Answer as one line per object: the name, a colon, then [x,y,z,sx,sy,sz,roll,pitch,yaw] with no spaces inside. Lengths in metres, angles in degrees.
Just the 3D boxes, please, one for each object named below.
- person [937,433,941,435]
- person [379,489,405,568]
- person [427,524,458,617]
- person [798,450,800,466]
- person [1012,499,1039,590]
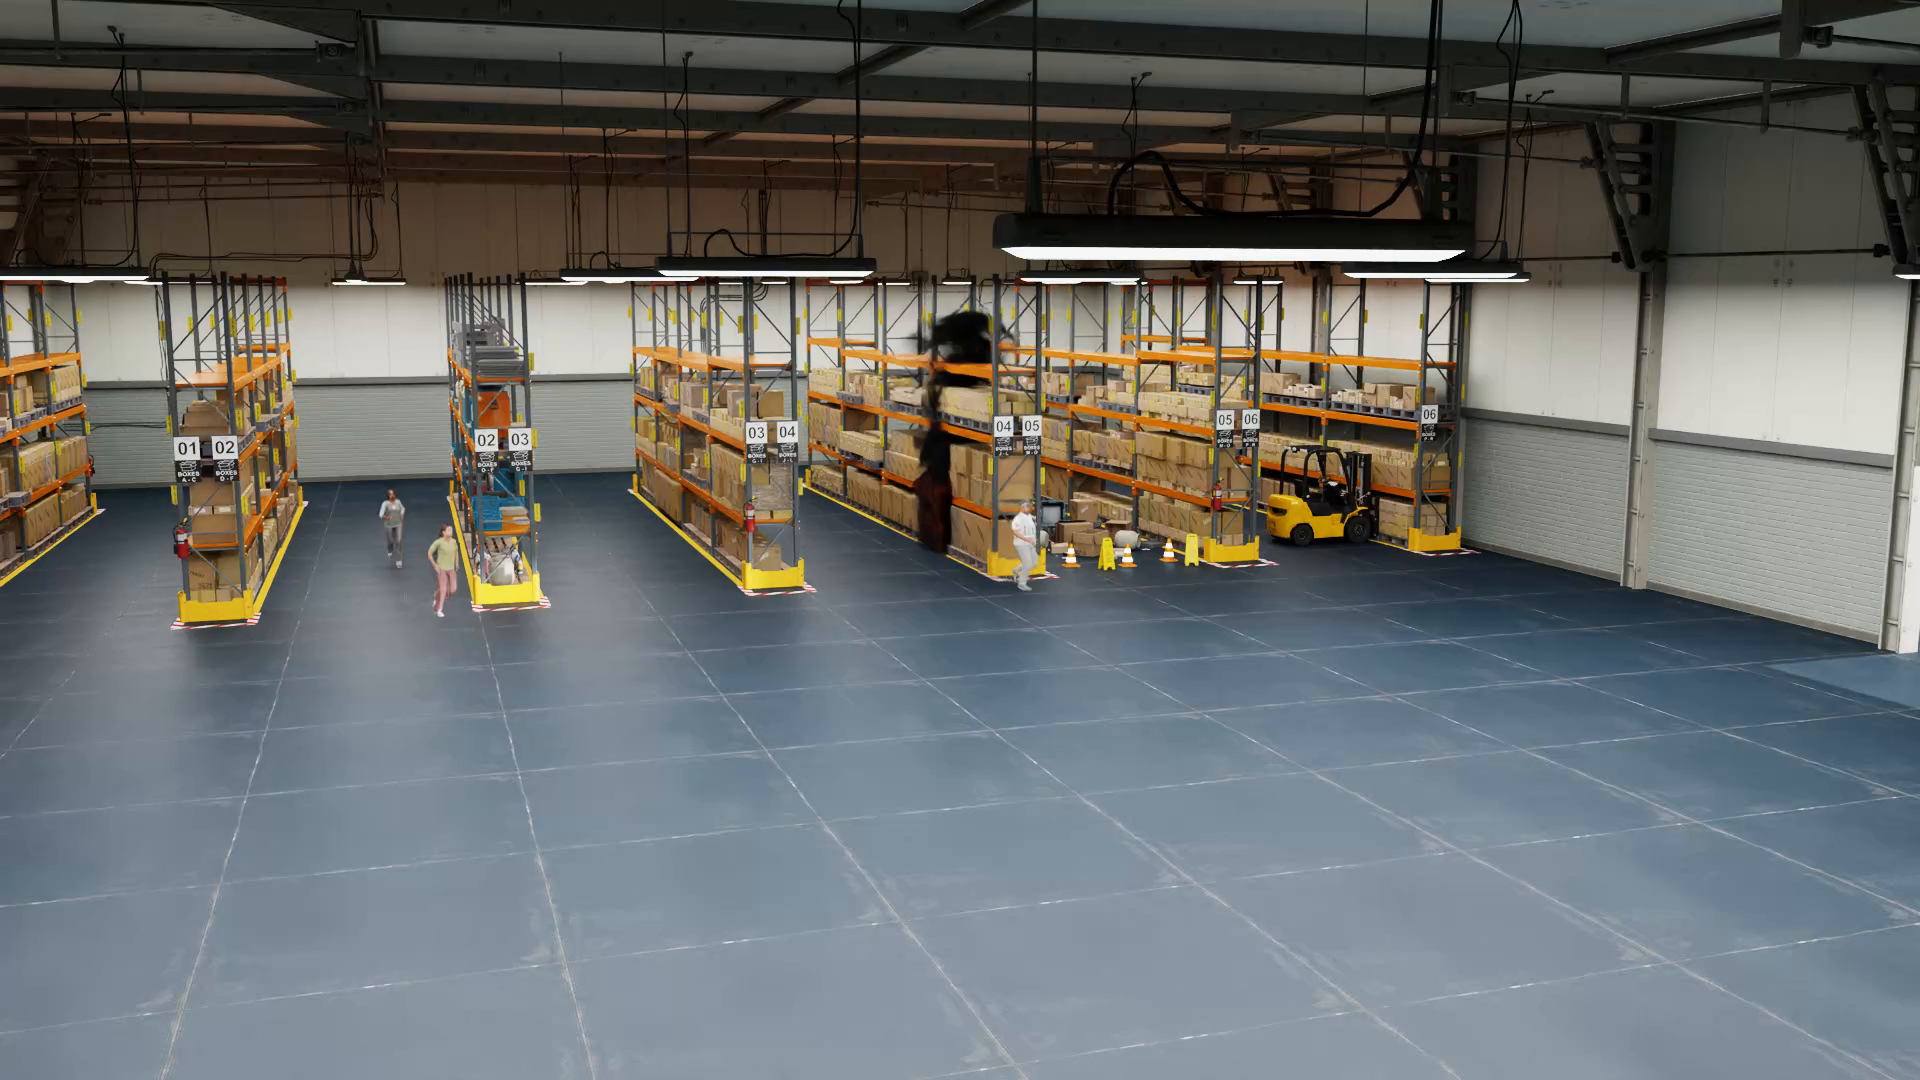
person: [-0.601,-2.047,45.920,0.677,1.820,0.778,-4,9,-25]
person: [-11.753,-0.262,34.480,0.538,1.605,0.877,-5,10,-29]
person: [-9.101,0.516,29.409,0.551,1.611,0.624,8,12,42]
person: [-4.657,-1.920,45.102,0.663,1.771,0.901,-1,9,-8]
person: [1.241,0.080,31.879,0.632,1.762,0.720,5,10,30]
